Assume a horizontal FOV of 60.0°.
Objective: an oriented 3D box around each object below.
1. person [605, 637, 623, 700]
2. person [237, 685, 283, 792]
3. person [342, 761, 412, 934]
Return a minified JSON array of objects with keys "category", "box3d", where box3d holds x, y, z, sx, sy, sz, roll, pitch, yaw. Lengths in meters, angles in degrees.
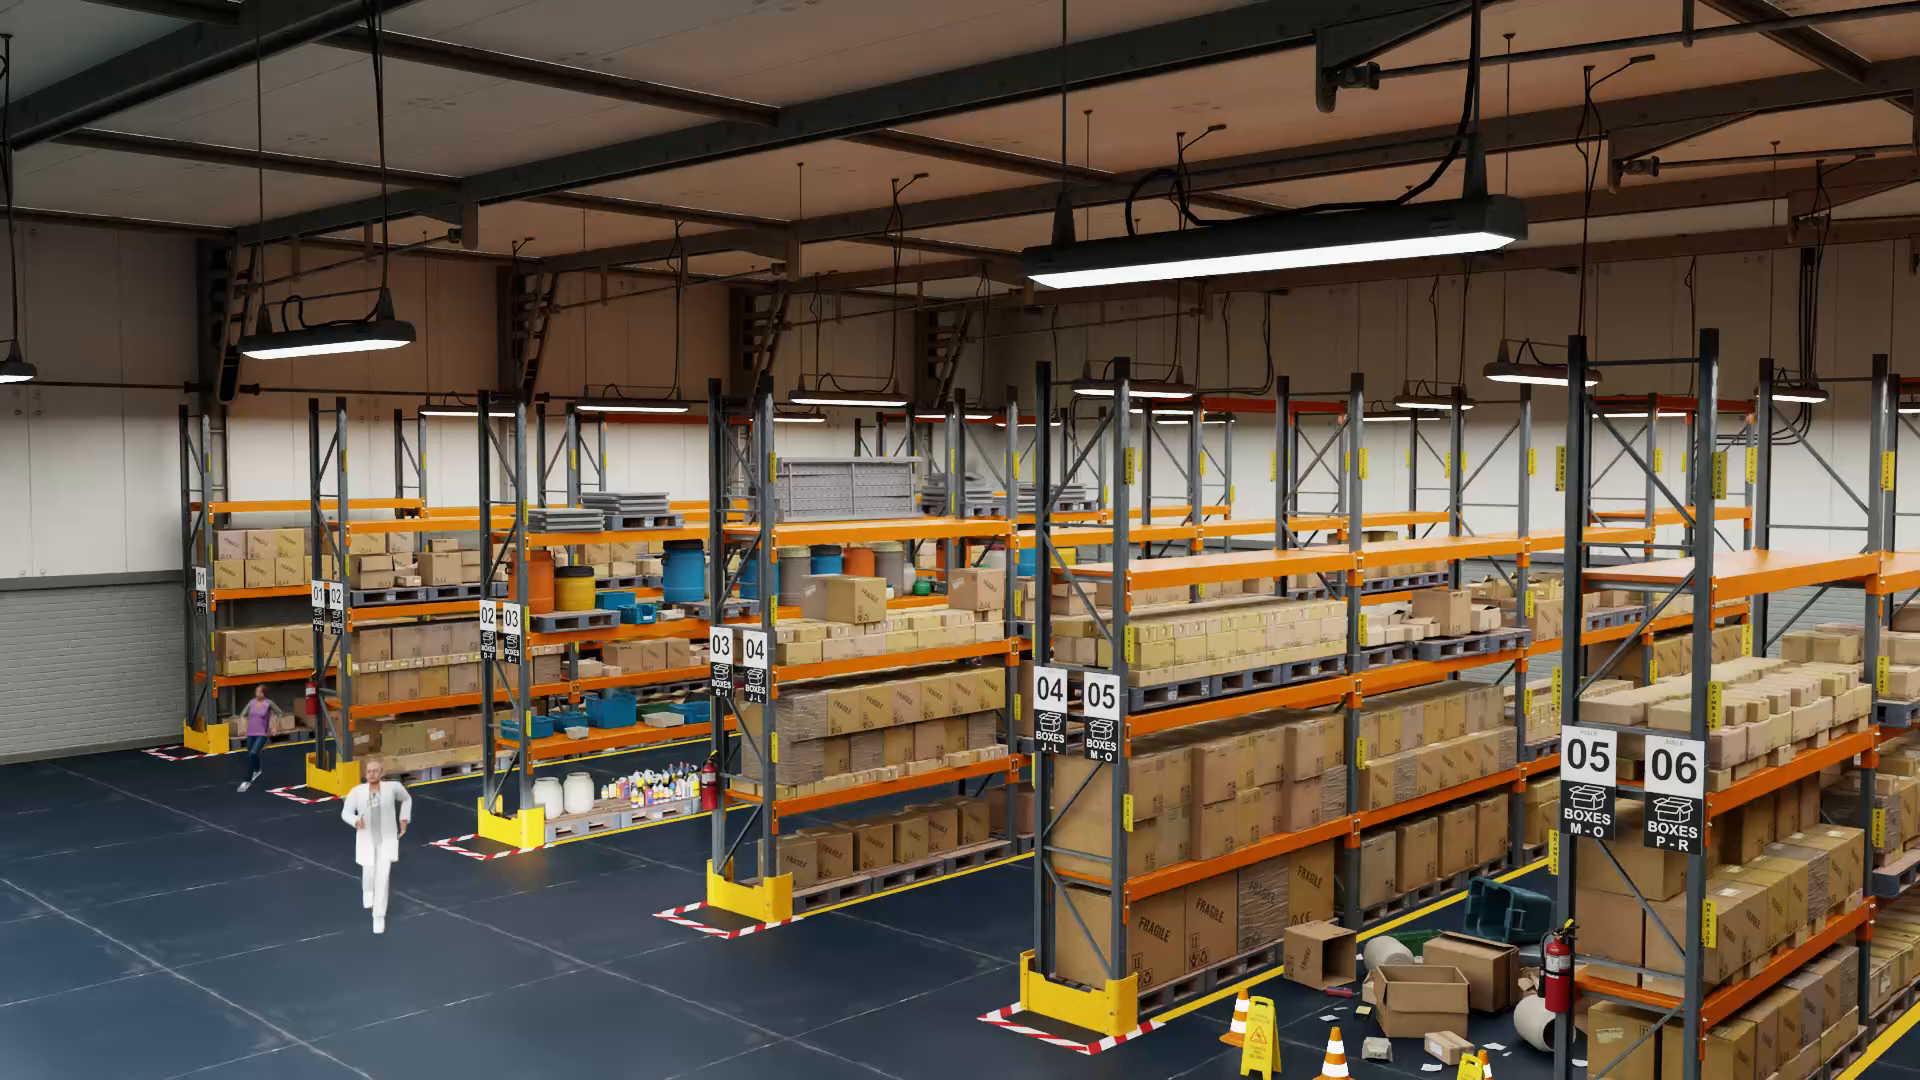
[{"category":"person","box3d":[-6.535,2.646,31.523,0.747,1.723,0.587,3,4,40]},{"category":"person","box3d":[-10.818,3.018,25.614,0.598,1.593,0.817,0,3,6]},{"category":"person","box3d":[-6.411,3.312,18.302,0.717,1.795,1.049,-1,3,-13]}]
